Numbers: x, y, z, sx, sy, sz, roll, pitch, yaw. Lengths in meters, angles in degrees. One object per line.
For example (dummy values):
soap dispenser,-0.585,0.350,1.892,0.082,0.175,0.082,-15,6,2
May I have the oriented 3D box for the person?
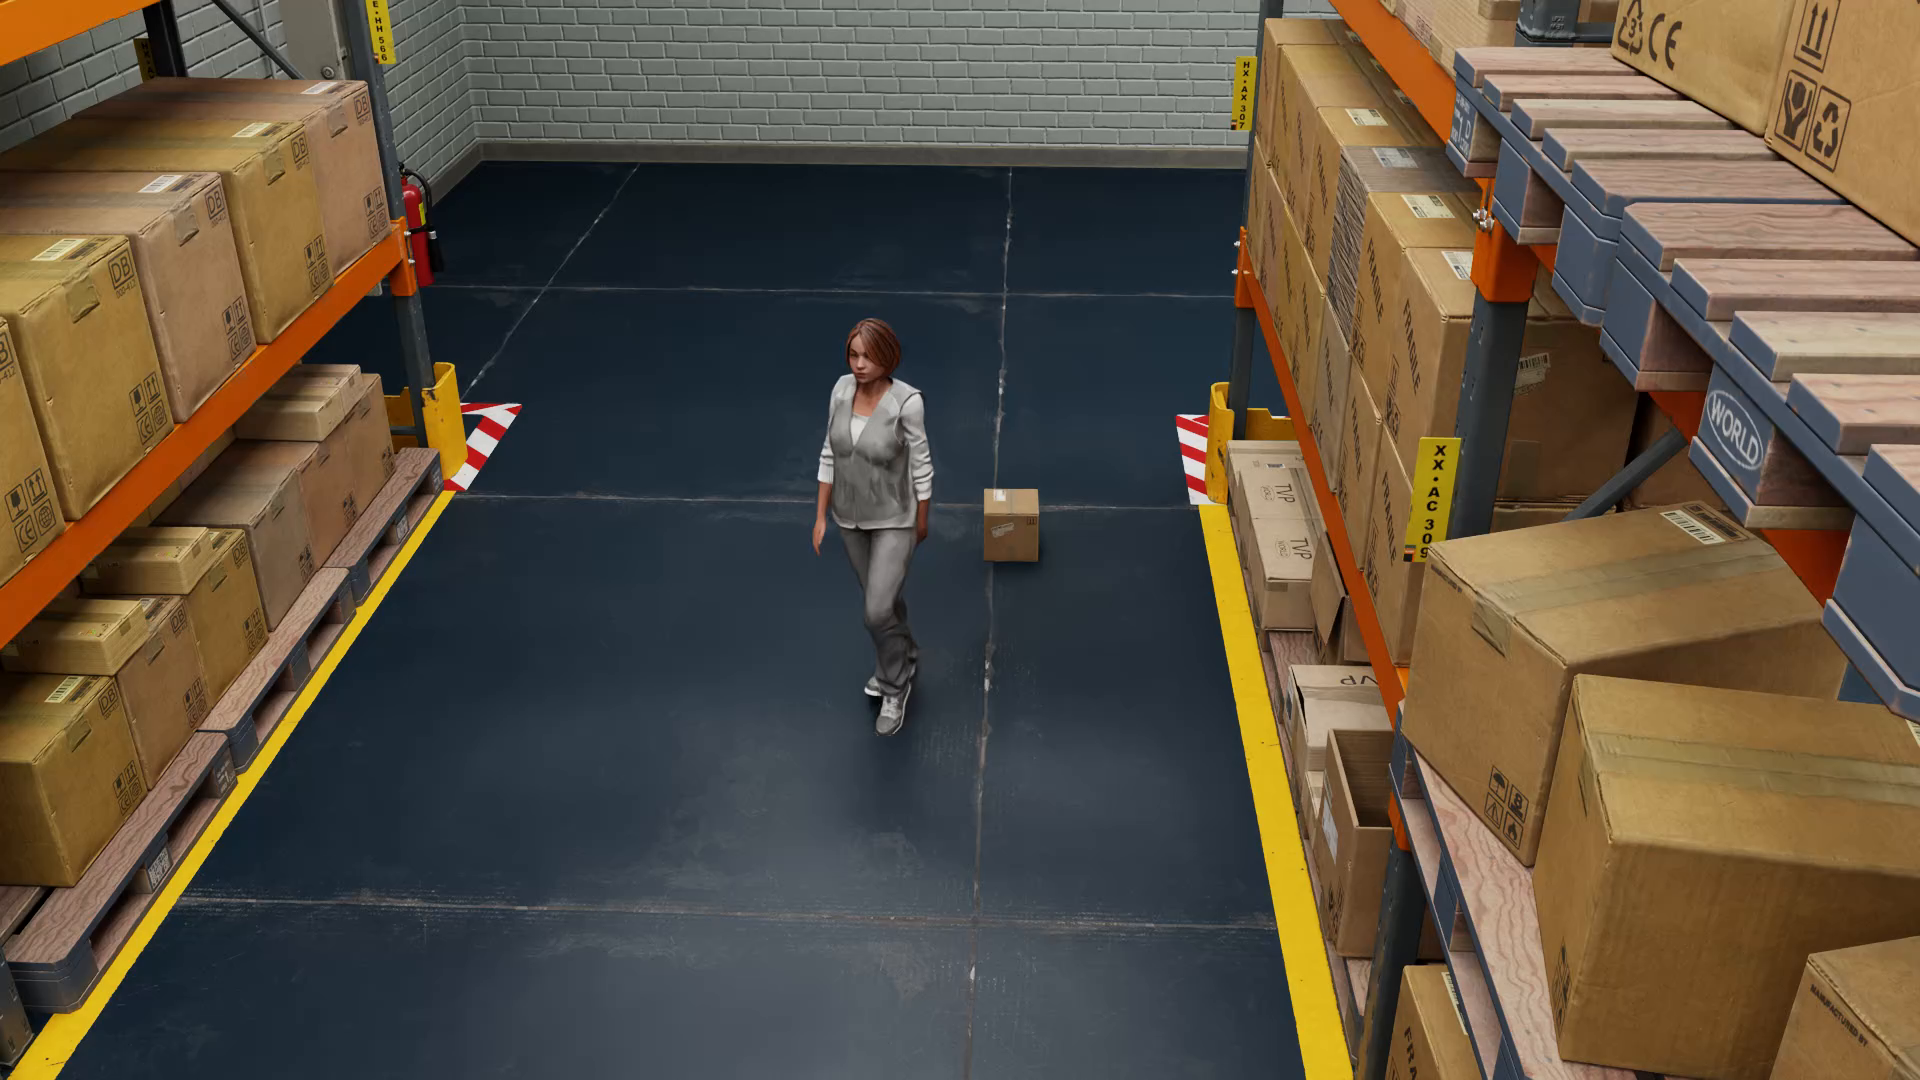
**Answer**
person,-0.315,-0.053,6.233,0.405,1.636,0.482,16,32,26
